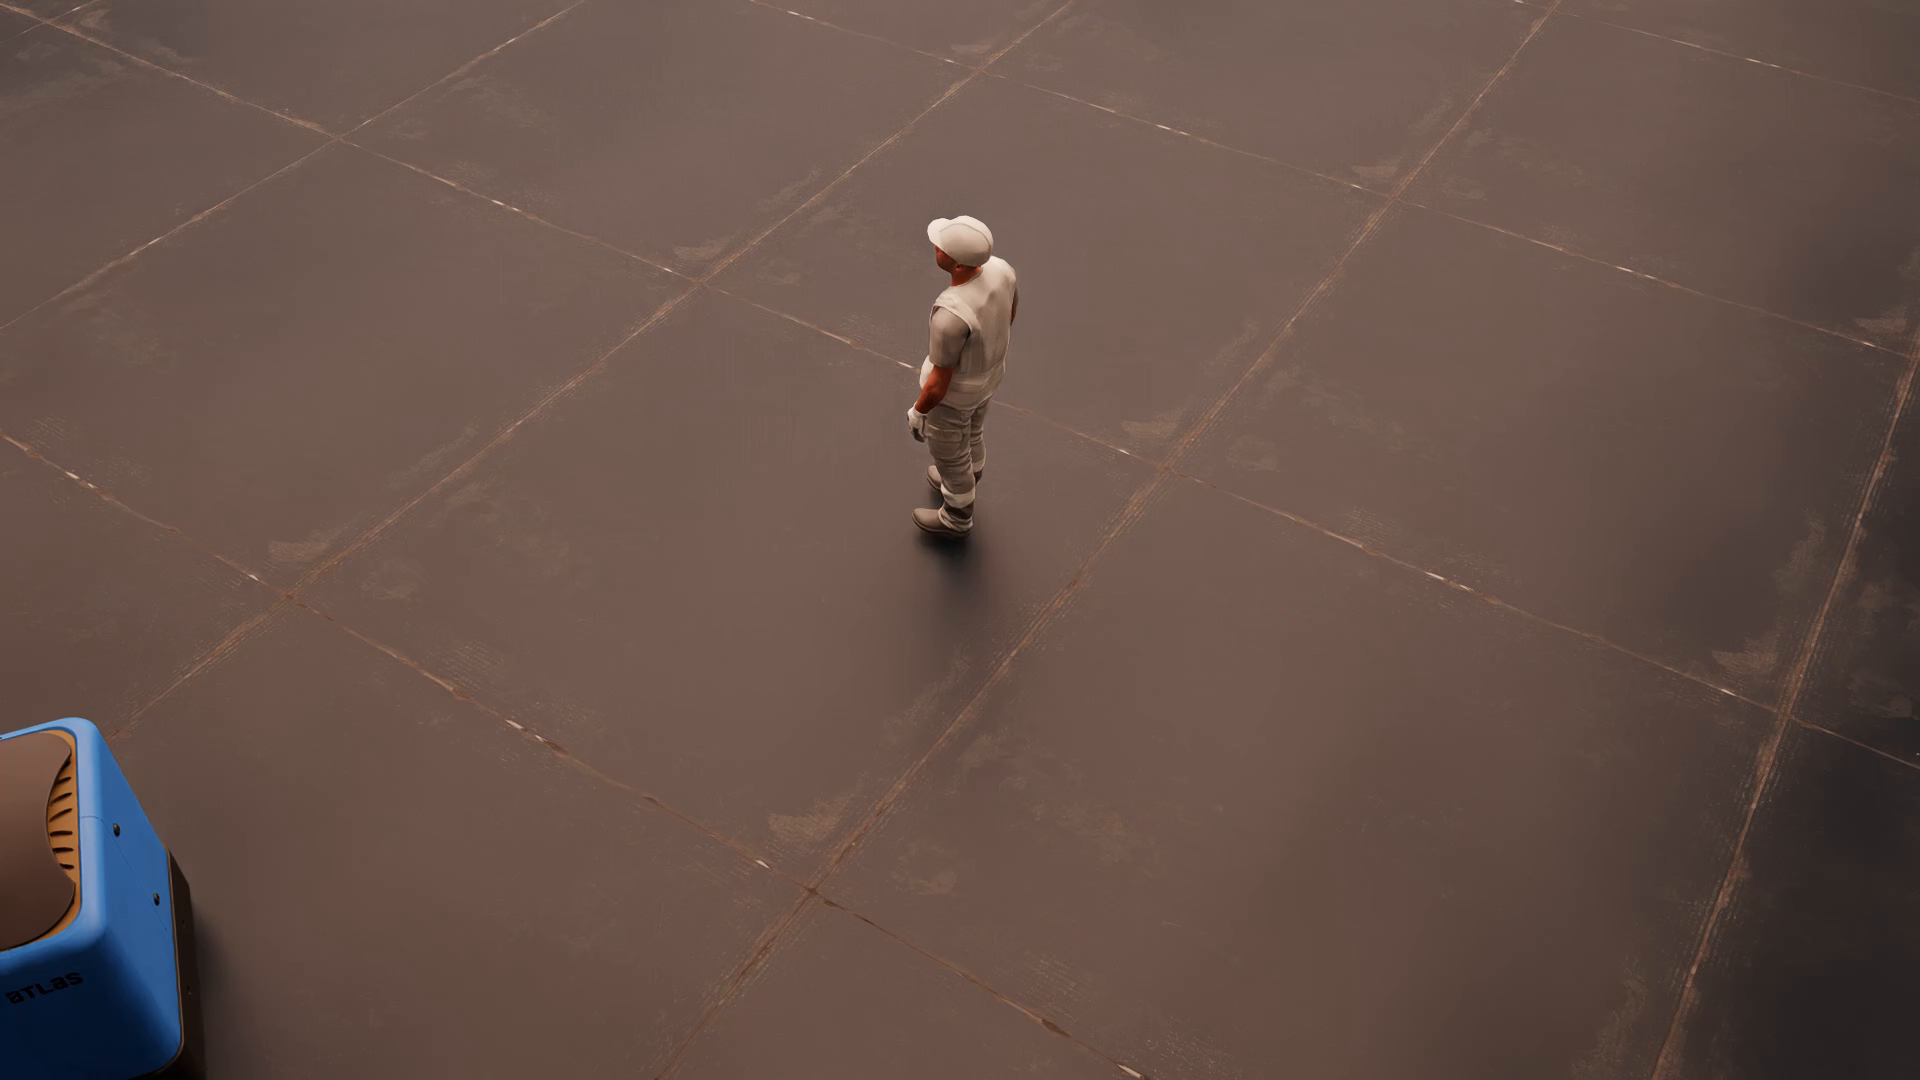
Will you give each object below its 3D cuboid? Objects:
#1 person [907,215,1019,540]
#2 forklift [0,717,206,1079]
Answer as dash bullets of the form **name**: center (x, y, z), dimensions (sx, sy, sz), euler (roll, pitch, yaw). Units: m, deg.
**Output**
- **person**: center (-0.060, -0.721, 7.369), dimensions (0.564, 1.787, 0.637), euler (24, 48, 23)
- **forklift**: center (-4.229, 1.006, 4.788), dimensions (3.031, 2.935, 1.130), euler (-16, 46, -16)
